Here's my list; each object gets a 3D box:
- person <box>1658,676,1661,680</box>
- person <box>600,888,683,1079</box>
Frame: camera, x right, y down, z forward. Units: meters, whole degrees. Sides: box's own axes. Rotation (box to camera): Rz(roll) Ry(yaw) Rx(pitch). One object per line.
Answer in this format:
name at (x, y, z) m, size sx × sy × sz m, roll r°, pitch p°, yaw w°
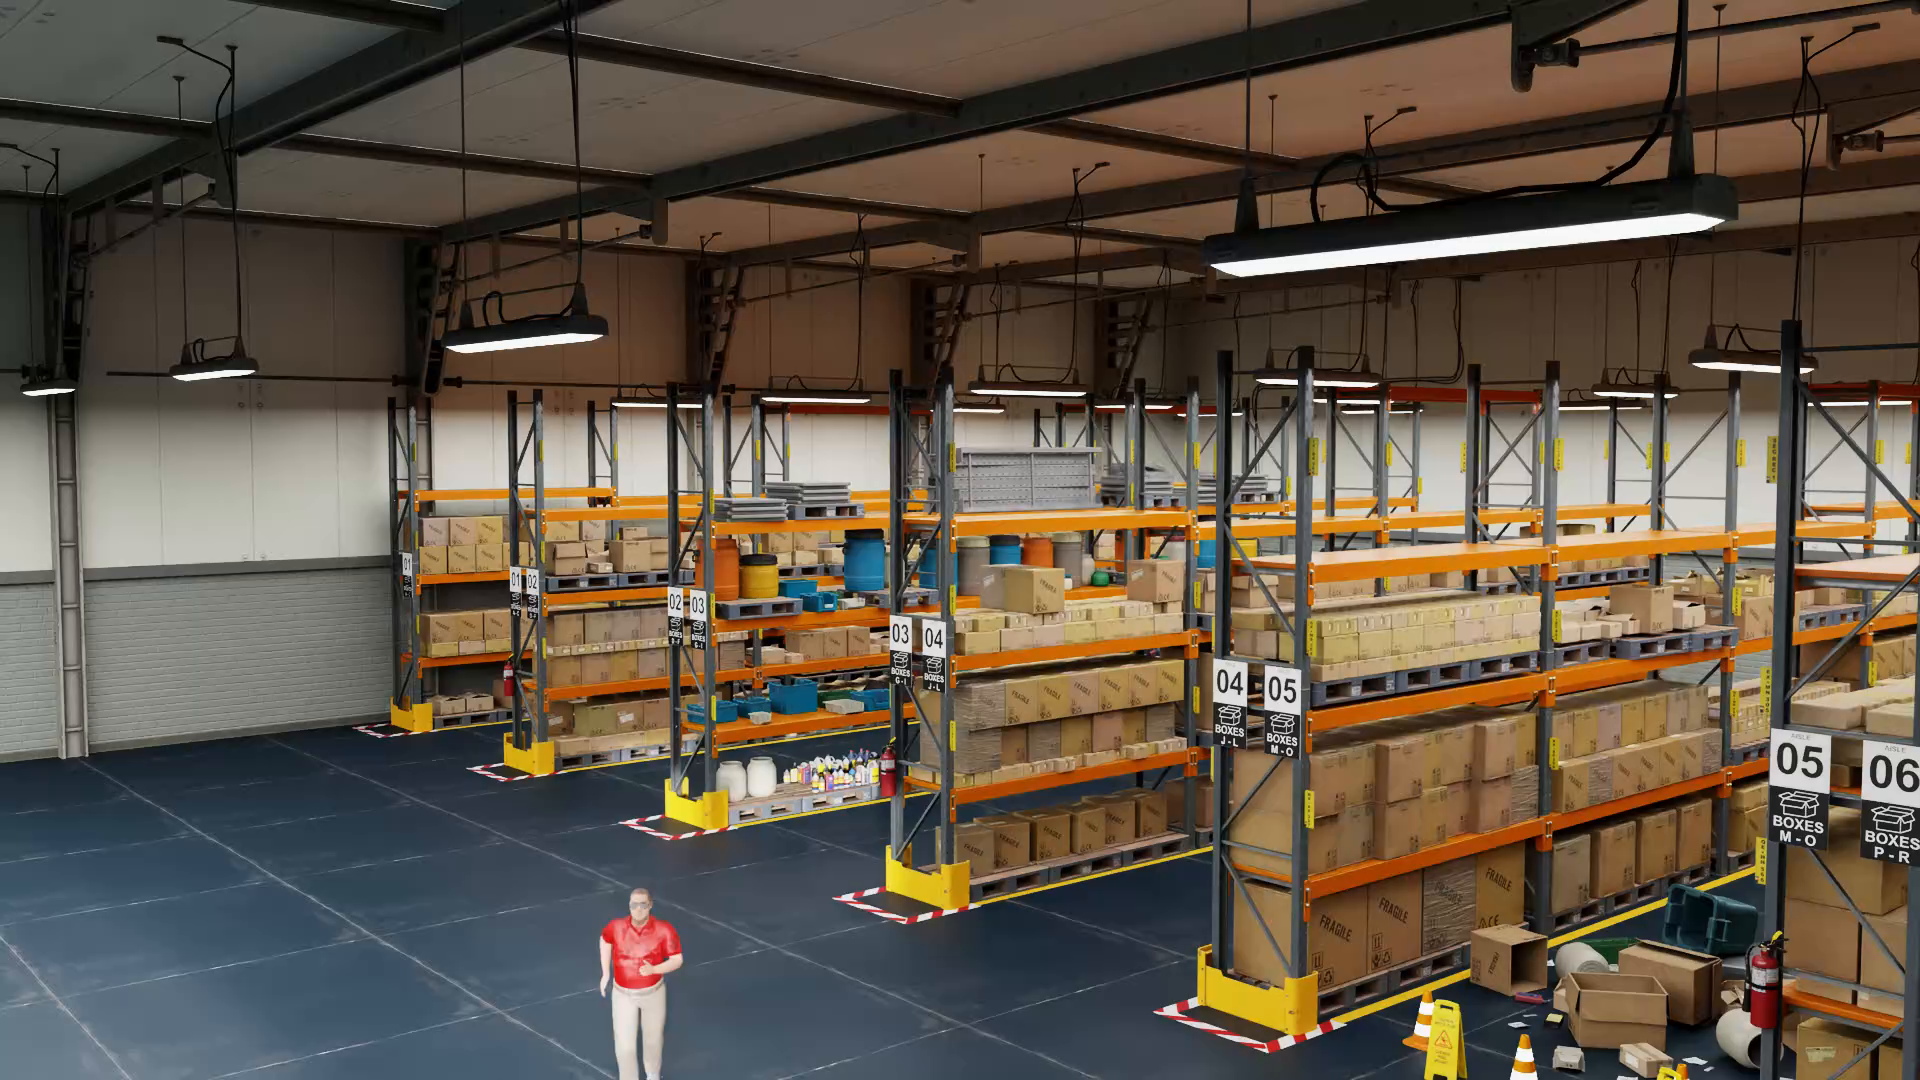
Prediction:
person at (10.862, 2.879, 26.014) m, size 0.600 × 1.567 × 0.539 m, roll -3°, pitch 5°, yaw -45°
person at (-2.451, 3.551, 12.792) m, size 0.634 × 1.790 × 0.875 m, roll -1°, pitch 3°, yaw -9°
